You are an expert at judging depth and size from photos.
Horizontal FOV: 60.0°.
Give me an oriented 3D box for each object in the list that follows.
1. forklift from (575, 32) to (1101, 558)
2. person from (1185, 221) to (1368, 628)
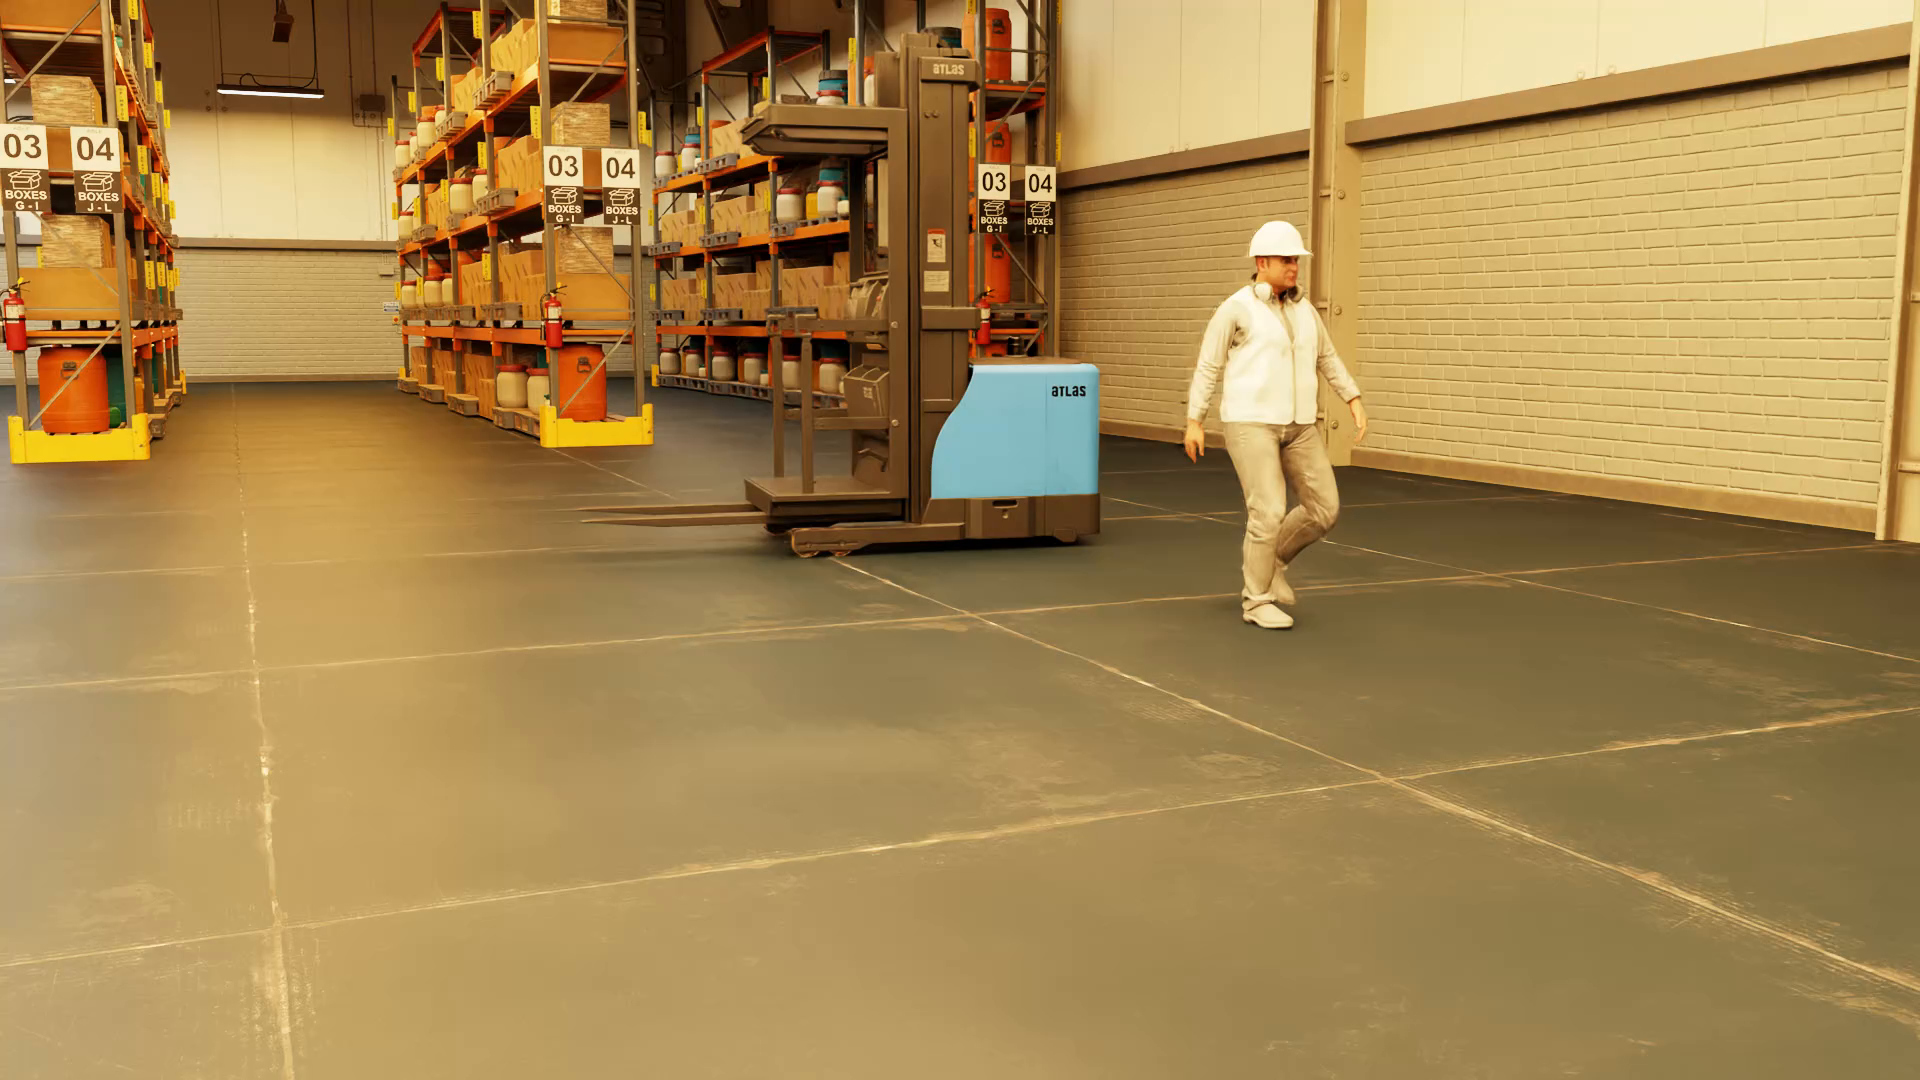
[{"bbox_3d":[-0.737,-1.431,9.791,3.031,2.935,1.130,-2,8,-16],"label":"forklift"},{"bbox_3d":[1.373,-0.512,7.334,0.741,1.754,0.526,-4,9,-29],"label":"person"}]
